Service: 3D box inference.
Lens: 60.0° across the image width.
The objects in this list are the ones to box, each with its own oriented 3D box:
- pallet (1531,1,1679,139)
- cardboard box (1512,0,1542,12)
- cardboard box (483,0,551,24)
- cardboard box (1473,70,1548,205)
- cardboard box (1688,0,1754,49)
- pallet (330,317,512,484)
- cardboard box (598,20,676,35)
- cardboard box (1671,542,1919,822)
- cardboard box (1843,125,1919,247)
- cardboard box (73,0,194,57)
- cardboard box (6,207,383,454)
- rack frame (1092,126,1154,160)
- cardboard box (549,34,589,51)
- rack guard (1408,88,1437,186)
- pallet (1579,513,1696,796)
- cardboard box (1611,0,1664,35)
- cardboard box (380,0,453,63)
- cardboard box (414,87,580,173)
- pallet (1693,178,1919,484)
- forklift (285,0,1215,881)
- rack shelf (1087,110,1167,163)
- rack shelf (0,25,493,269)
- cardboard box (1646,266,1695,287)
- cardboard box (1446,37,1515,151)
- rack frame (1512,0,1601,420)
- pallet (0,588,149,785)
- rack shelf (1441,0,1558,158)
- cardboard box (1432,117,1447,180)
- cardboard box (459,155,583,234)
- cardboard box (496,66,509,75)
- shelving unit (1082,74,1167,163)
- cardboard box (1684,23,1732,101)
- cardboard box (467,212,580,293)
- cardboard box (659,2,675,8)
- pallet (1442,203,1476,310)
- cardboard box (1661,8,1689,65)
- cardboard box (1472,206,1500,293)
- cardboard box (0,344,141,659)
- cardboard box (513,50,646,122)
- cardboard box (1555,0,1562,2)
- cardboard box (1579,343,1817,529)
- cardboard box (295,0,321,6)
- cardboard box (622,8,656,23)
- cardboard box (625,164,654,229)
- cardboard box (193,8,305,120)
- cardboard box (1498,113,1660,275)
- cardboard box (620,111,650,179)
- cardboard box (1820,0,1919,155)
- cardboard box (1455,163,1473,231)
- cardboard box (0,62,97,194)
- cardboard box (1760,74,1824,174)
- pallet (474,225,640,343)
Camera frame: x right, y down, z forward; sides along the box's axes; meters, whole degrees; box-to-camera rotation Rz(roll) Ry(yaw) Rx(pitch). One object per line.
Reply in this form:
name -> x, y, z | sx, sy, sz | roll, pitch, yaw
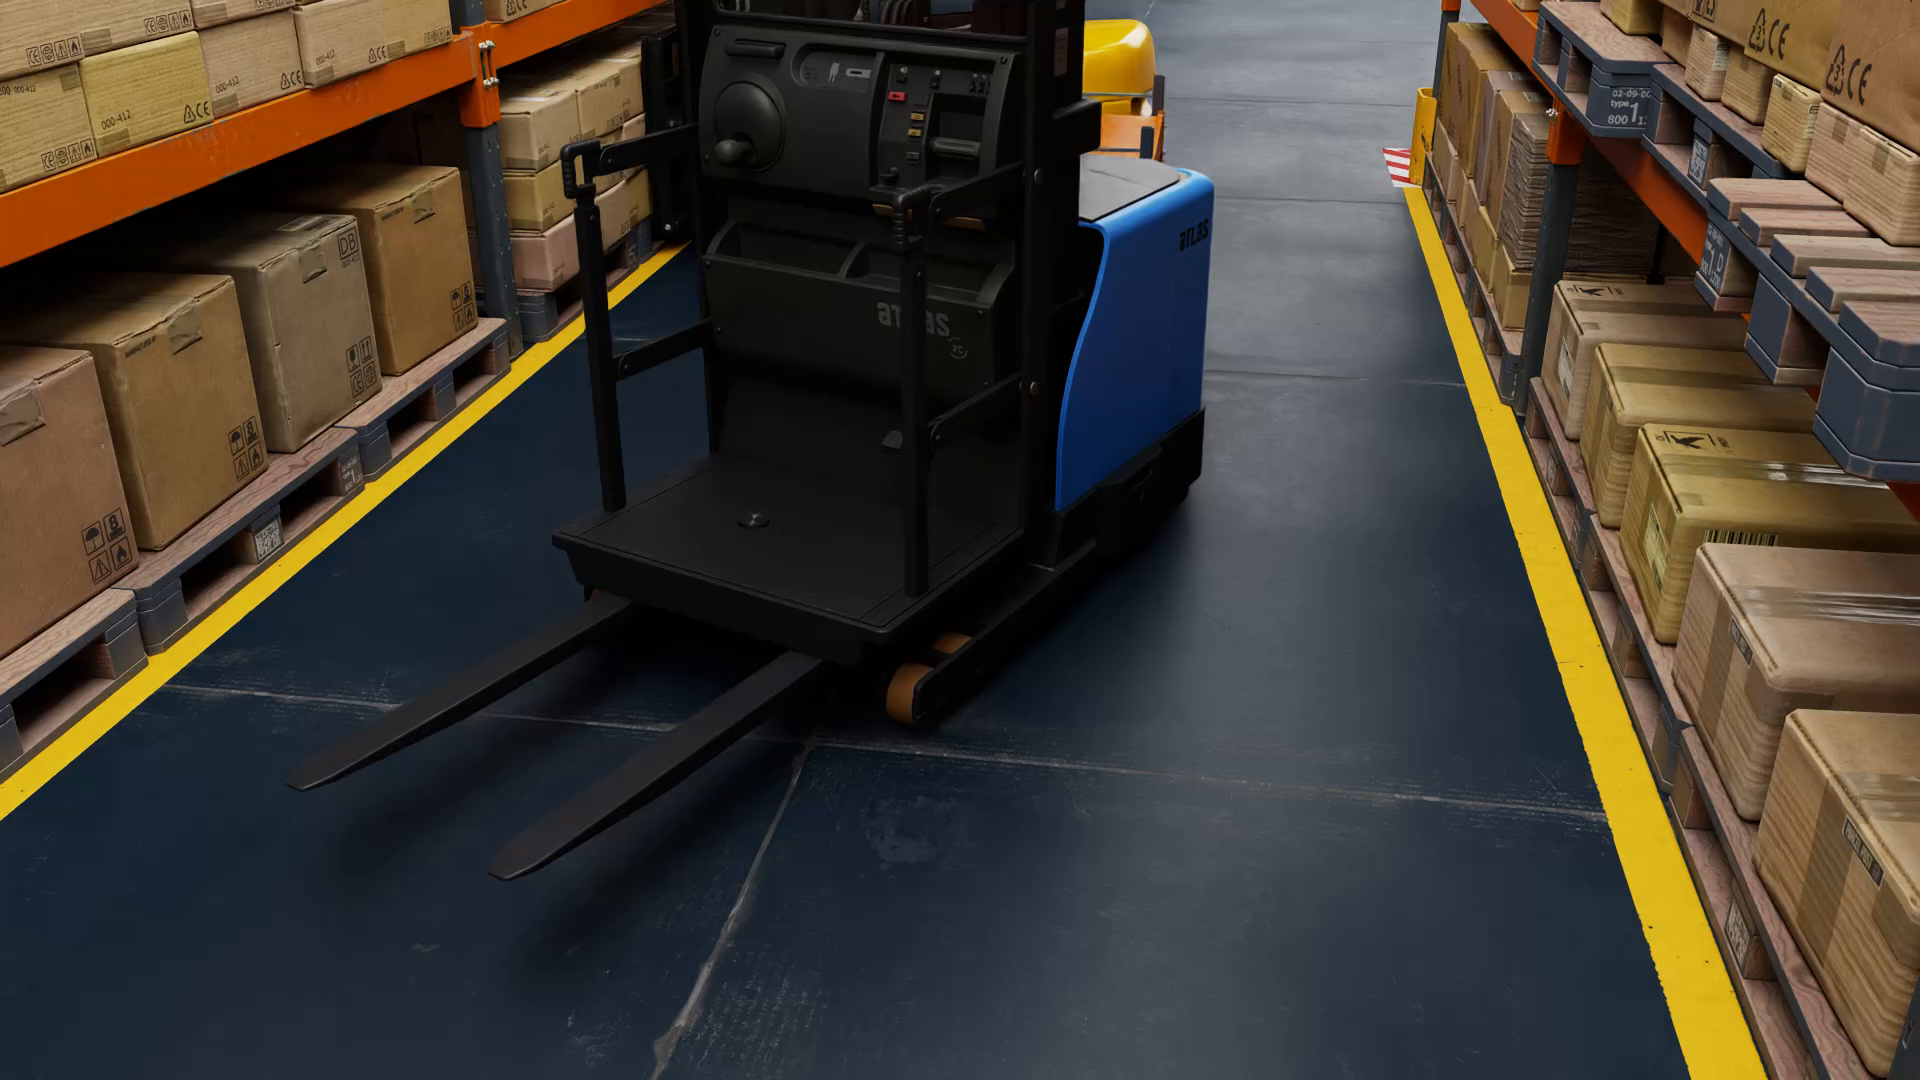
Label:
pallet -> 2.315, -1.406, 4.941 | 1.003, 0.211, 1.213 | 4, 25, 9
cardboard box -> 2.498, -2.269, 6.856 | 0.380, 0.149, 0.250 | 4, 25, 8
cardboard box -> -1.984, -2.357, 6.630 | 0.500, 0.500, 0.500 | 3, 25, 7
cardboard box -> 2.579, -1.779, 7.376 | 0.500, 0.500, 0.500 | 5, 26, 11
cardboard box -> 1.975, -1.365, 3.664 | 0.500, 0.500, 0.500 | 3, 25, 6
pallet -> -2.396, -0.571, 6.220 | 1.003, 0.211, 1.213 | 4, 25, 9
cardboard box -> -1.578, -2.575, 8.782 | 0.500, 0.250, 0.500 | 4, 25, 9
cardboard box -> 2.145, 0.326, 3.620 | 0.950, 0.372, 0.625 | 4, 25, 8
cardboard box -> 1.721, -0.585, 2.762 | 0.380, 0.149, 0.250 | 4, 25, 8
cardboard box -> -2.409, -1.441, 4.378 | 0.500, 0.250, 0.500 | 4, 25, 9
cardboard box -> -2.522, -0.716, 5.548 | 0.875, 0.625, 0.625 | 4, 25, 8
rack frame -> 0.398, -0.879, 5.802 | 0.500, 1.125, 0.032 | 4, 25, 8
cardboard box -> -2.186, -2.396, 8.399 | 0.500, 0.250, 0.500 | 4, 25, 8
rack guard -> 3.225, -2.311, 9.598 | 1.175, 0.500, 0.348 | 4, 25, 9
pallet -> 2.261, 0.298, 4.364 | 1.003, 0.211, 1.213 | 4, 25, 9
cardboard box -> 2.132, -1.566, 4.857 | 0.380, 0.149, 0.250 | 5, 25, 10
cardboard box -> -2.138, -1.848, 5.836 | 0.500, 0.250, 0.500 | 5, 25, 10
cardboard box -> -1.925, -1.723, 6.961 | 0.500, 0.250, 0.500 | 4, 25, 8
pallet -> 1.941, -0.348, 2.681 | 1.213, 0.211, 1.003 | 4, 25, 9
forklift -> -0.392, -1.074, 4.088 | 1.130, 2.935, 3.031 | 15, 29, 28
rack shelf -> 0.472, -1.358, 6.133 | 0.538, 0.278, 1.000 | 4, 25, 8
rack shelf -> -2.641, -0.982, 4.659 | 1.077, 0.370, 4.000 | 4, 25, 9
cardboard box -> 2.946, -0.975, 6.543 | 0.500, 0.250, 0.500 | 3, 25, 6
cardboard box -> 2.748, -2.213, 8.302 | 0.500, 0.500, 0.500 | 3, 25, 7
rack frame -> 2.584, -1.802, 5.562 | 1.000, 3.000, 0.127 | 4, 25, 9
pallet -> -2.795, 0.450, 4.040 | 1.003, 0.211, 1.213 | 4, 25, 9
rack shelf -> 2.911, -2.313, 7.502 | 1.077, 0.370, 4.000 | 4, 25, 9
cardboard box -> 2.833, -2.102, 8.950 | 0.500, 0.250, 0.500 | 4, 25, 8
cardboard box -> -1.930, -1.497, 7.068 | 0.500, 0.250, 0.500 | 4, 25, 8
cardboard box -> -2.356, -1.974, 7.499 | 0.500, 0.250, 0.500 | 4, 25, 8
shelving unit -> 0.472, -1.093, 6.257 | 0.538, 1.125, 1.048 | 4, 25, 8
cardboard box -> 1.941, -1.126, 3.919 | 0.380, 0.149, 0.250 | 5, 26, 11
cardboard box -> -1.908, -1.269, 7.170 | 0.500, 0.250, 0.500 | 4, 25, 9
cardboard box -> -1.428, -3.001, 9.692 | 0.500, 0.250, 0.500 | 5, 26, 10
pallet -> 2.856, -1.334, 7.852 | 1.003, 0.211, 1.213 | 4, 25, 9
cardboard box -> 2.078, -1.337, 4.369 | 0.380, 0.149, 0.250 | 4, 25, 9
cardboard box -> 2.492, -1.236, 7.101 | 0.500, 0.250, 0.500 | 3, 25, 7
cardboard box -> -2.753, -0.120, 4.274 | 0.875, 0.625, 0.625 | 5, 26, 10
cardboard box -> -1.762, -2.145, 7.863 | 0.500, 0.250, 0.500 | 5, 26, 10
cardboard box -> 2.335, -1.844, 5.948 | 0.380, 0.149, 0.250 | 4, 25, 8
cardboard box -> 2.386, -0.282, 4.918 | 0.950, 0.372, 0.625 | 6, 26, 12
cardboard box -> -2.219, -1.864, 5.282 | 0.500, 0.250, 0.500 | 3, 25, 7
cardboard box -> -2.004, -2.818, 9.301 | 0.500, 0.250, 0.500 | 4, 25, 9
cardboard box -> -1.772, -1.698, 8.088 | 0.500, 0.250, 0.500 | 4, 25, 9
cardboard box -> -2.326, -1.432, 4.947 | 0.500, 0.250, 0.500 | 4, 25, 9
cardboard box -> 2.416, -1.353, 6.465 | 0.500, 0.500, 0.500 | 4, 25, 8
cardboard box -> -1.756, -1.917, 7.966 | 0.500, 0.250, 0.500 | 4, 25, 8
cardboard box -> 1.804, -0.926, 2.726 | 0.500, 0.500, 0.500 | 4, 25, 8
cardboard box -> 2.665, -1.660, 8.006 | 0.500, 0.250, 0.500 | 6, 26, 12
cardboard box -> -2.490, -0.998, 4.021 | 0.500, 0.250, 0.500 | 3, 25, 7
cardboard box -> 1.801, -0.806, 3.234 | 0.380, 0.149, 0.250 | 4, 25, 9
pallet -> -2.143, -1.211, 7.589 | 1.003, 0.211, 1.213 | 4, 25, 9
